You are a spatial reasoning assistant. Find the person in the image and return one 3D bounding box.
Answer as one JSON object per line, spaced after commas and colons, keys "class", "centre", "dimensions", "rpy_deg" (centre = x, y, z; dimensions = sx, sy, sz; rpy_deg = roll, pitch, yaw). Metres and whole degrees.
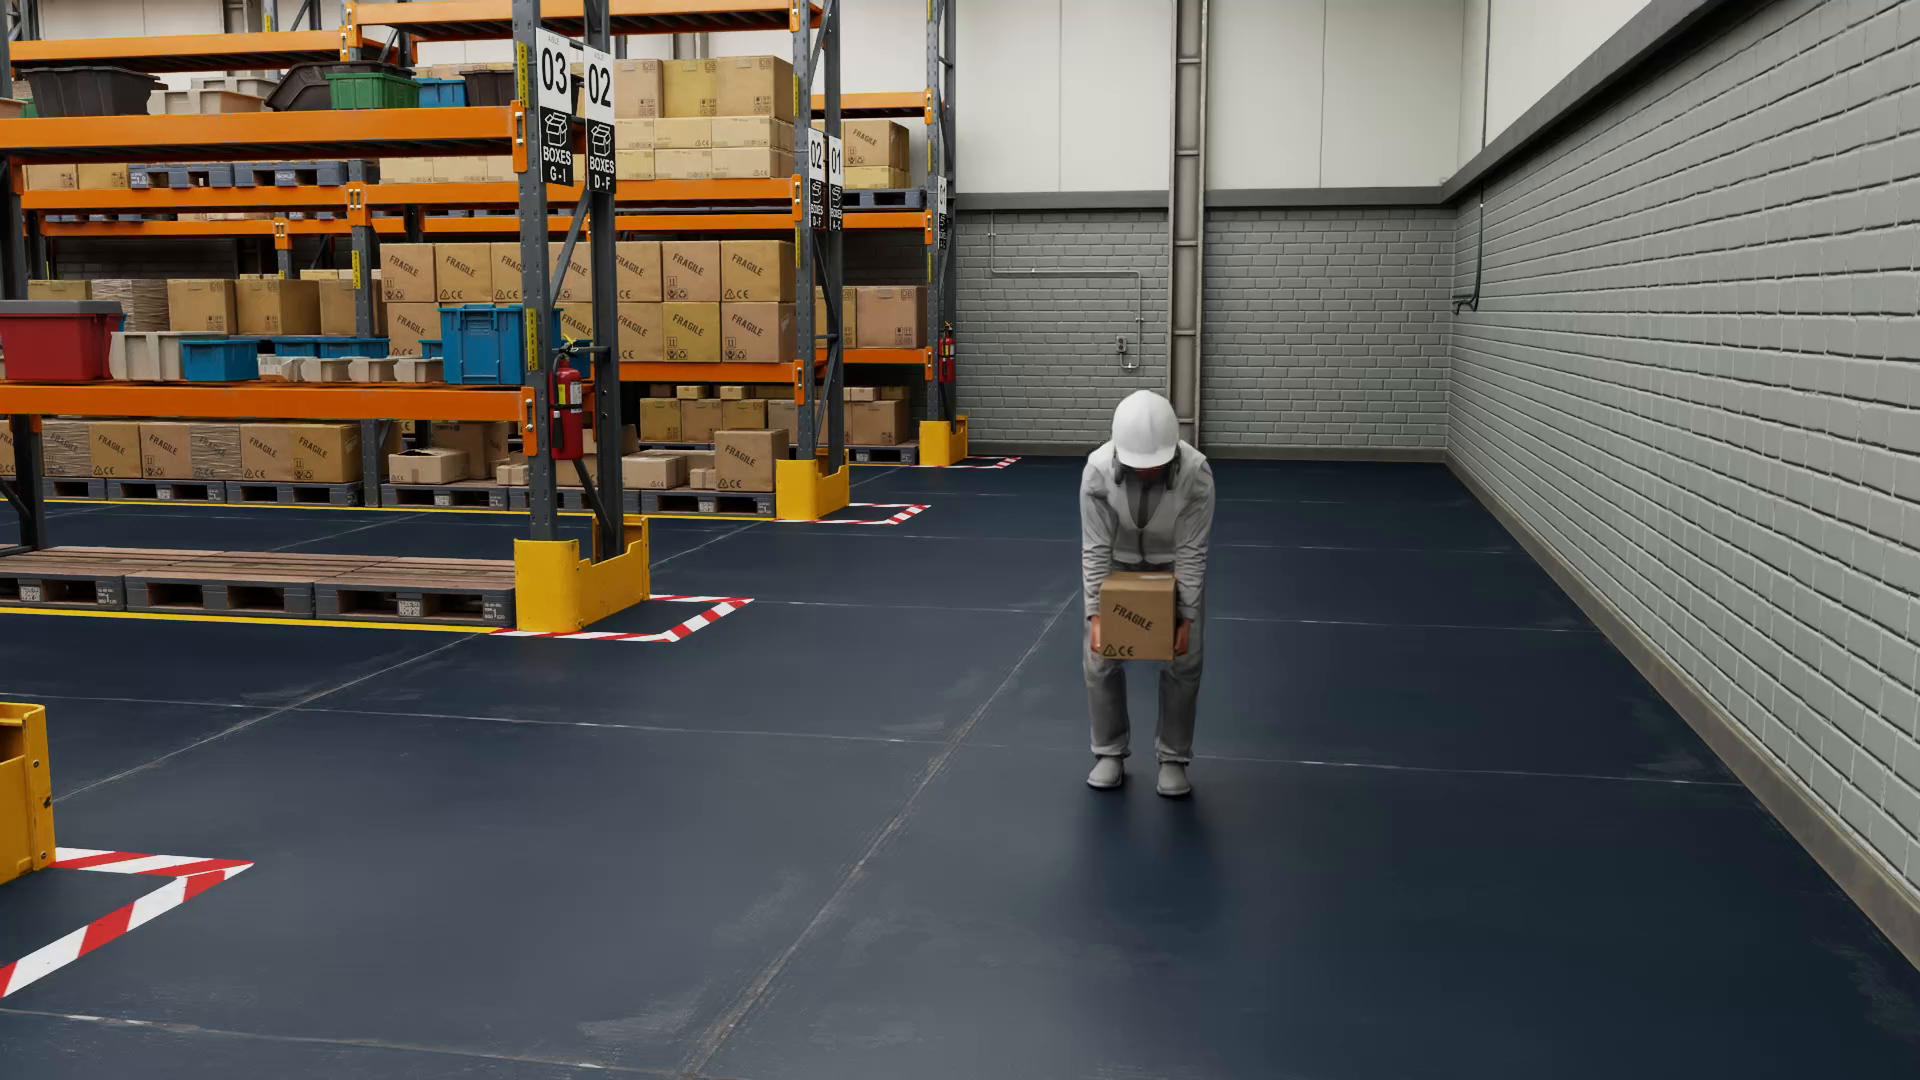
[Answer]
{"class": "person", "centre": [0.649, 0.196, 5.897], "dimensions": [0.451, 1.477, 0.870], "rpy_deg": [1, 8, 10]}
